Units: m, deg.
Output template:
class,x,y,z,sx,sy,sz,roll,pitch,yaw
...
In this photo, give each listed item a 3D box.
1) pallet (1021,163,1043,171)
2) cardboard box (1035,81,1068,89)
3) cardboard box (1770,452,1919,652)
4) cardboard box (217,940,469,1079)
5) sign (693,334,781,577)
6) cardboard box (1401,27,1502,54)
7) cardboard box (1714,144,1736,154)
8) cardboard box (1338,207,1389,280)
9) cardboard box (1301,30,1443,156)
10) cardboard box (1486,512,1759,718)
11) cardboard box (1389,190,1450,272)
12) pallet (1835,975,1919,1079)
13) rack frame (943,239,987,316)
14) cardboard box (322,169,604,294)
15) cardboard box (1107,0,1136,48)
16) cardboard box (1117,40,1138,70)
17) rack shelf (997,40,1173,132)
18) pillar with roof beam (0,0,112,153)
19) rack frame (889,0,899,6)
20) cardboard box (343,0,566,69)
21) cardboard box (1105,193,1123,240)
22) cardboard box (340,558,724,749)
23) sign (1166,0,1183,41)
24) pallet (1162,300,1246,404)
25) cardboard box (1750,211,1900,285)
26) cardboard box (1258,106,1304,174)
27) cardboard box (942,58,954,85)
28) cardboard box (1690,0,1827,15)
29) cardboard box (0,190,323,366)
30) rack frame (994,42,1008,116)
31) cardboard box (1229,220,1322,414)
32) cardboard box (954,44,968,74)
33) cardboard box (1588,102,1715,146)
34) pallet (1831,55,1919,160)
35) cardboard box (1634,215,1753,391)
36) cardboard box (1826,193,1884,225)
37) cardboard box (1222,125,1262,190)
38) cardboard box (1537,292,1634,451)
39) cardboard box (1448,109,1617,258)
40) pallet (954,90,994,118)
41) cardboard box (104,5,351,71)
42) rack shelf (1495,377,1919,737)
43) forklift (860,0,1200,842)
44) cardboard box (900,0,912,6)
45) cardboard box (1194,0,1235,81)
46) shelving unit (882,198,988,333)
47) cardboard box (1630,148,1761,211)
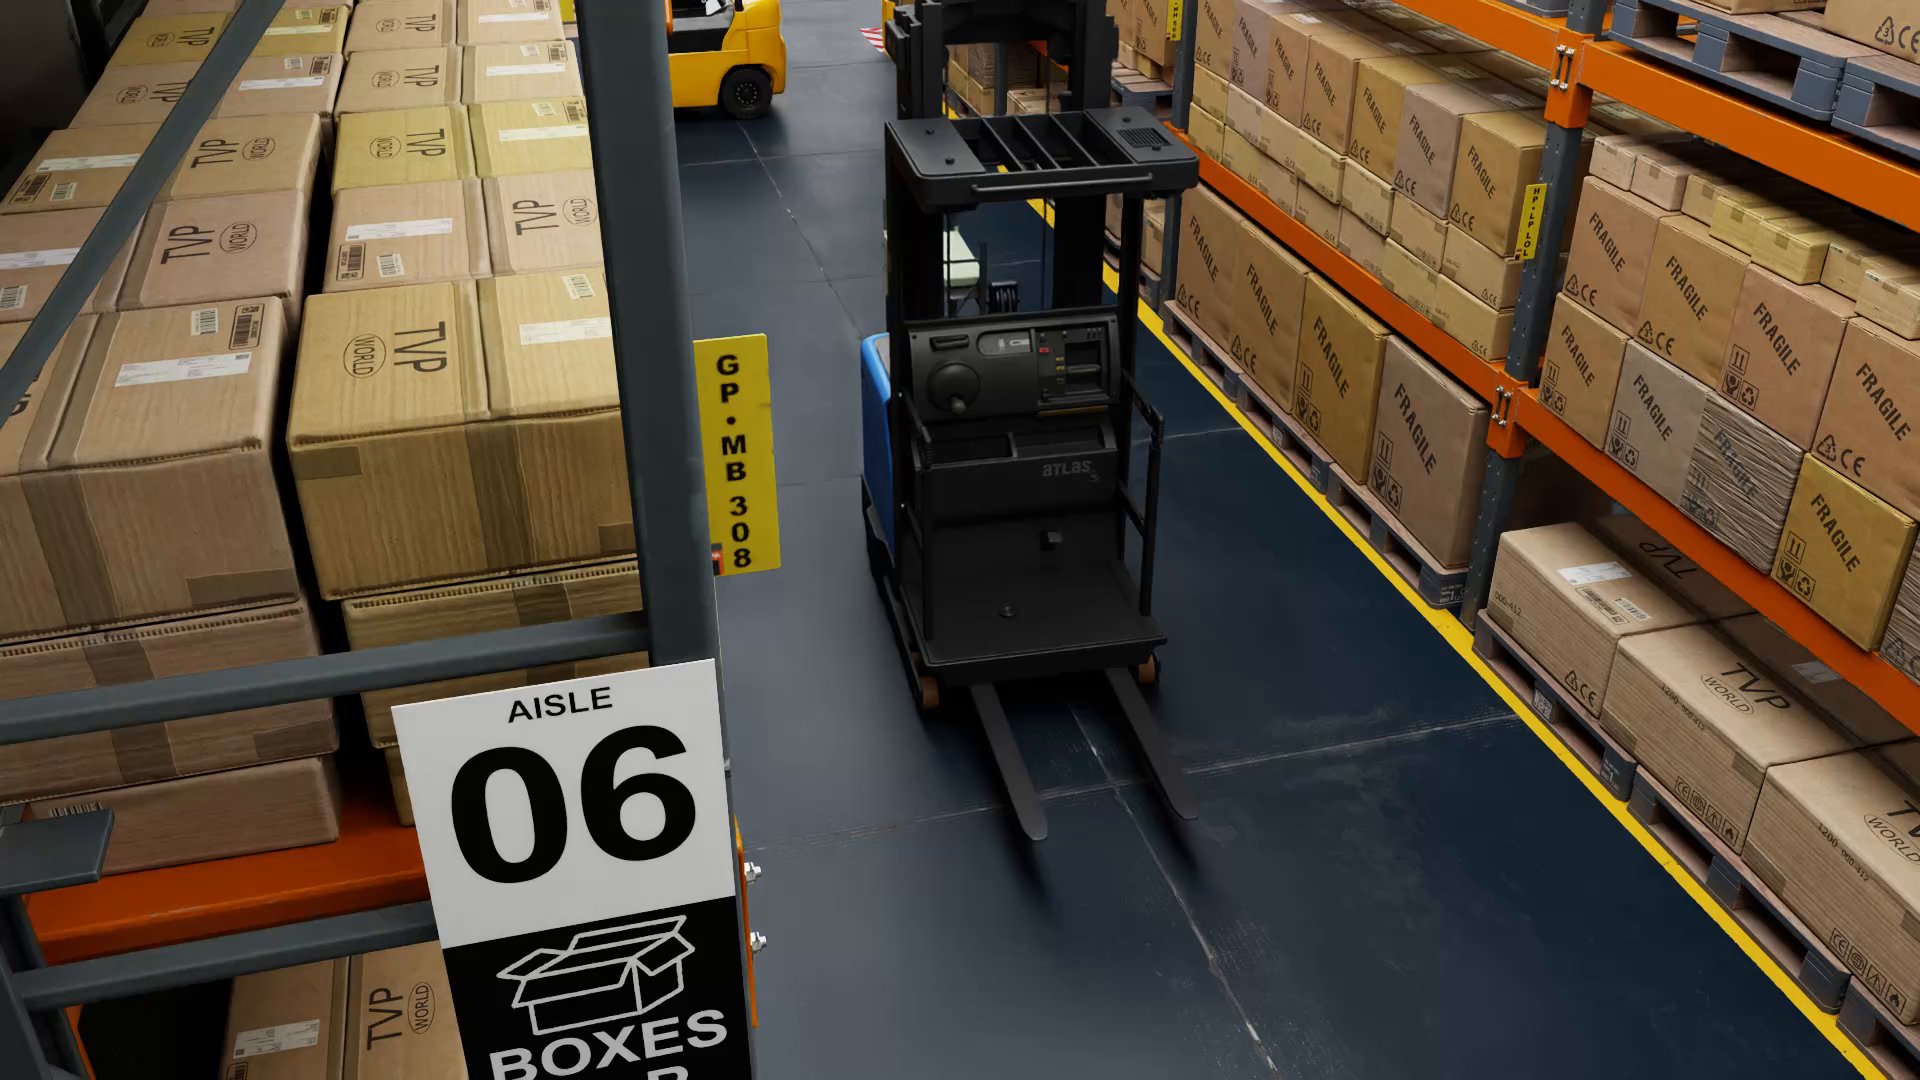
class,x,y,z,sx,sy,sz,roll,pitch,yaw
pallet,1.004,-3.225,14.112,1.003,0.211,1.213,-8,31,-13
cardboard box,0.900,-4.121,15.200,0.500,0.250,0.500,-9,31,-16
cardboard box,3.184,0.008,5.643,0.500,0.500,0.500,-7,31,-12
cardboard box,-1.317,1.150,3.622,0.500,0.250,0.500,-8,31,-13
sign,-0.280,-0.099,2.060,0.100,0.325,0.005,-8,31,-13
cardboard box,2.644,-2.404,8.812,0.500,0.500,0.500,-8,31,-14
cardboard box,3.308,-1.594,6.765,0.380,0.149,0.250,-8,31,-14
cardboard box,2.308,-1.555,8.591,0.500,0.250,0.500,-9,31,-15
cardboard box,2.147,-2.347,8.713,0.500,0.500,0.500,-7,31,-12
cardboard box,2.983,0.301,7.375,0.875,0.438,0.875,-8,31,-14
cardboard box,2.428,-1.517,8.027,0.500,0.250,0.500,-7,31,-12
pallet,3.694,1.819,5.397,1.003,0.211,1.213,-8,31,-13
rack frame,-0.063,-0.843,8.709,0.400,1.500,0.023,-6,31,-10
cardboard box,-0.796,-0.425,2.849,0.500,0.250,0.500,-8,31,-14
cardboard box,1.322,-3.661,11.264,0.500,0.500,0.500,-8,31,-14
cardboard box,1.293,-3.312,11.309,0.380,0.149,0.250,-8,31,-14
rack shelf,1.327,-3.531,12.574,1.077,0.370,4.000,-8,31,-13
pillar with roof beam,1.601,-2.995,4.942,9.100,9.000,0.400,-8,31,-13
rack frame,-0.265,-6.740,17.400,1.000,3.000,0.127,-8,31,-13
cardboard box,-1.229,-1.159,4.118,0.500,0.250,0.500,-7,31,-12
cardboard box,1.514,-2.550,12.365,0.950,0.372,0.625,-8,31,-14
cardboard box,-0.658,0.037,2.550,0.500,0.250,0.500,-8,31,-14
sign,1.337,-3.266,10.322,0.100,0.325,0.005,-8,31,-13
pallet,1.995,-1.278,10.748,1.003,0.211,1.213,-8,31,-13
cardboard box,2.995,-1.014,5.762,0.380,0.149,0.250,-9,31,-15
cardboard box,2.011,-2.258,9.307,0.500,0.250,0.500,-8,31,-13
cardboard box,0.099,-4.552,15.945,0.500,0.250,0.500,-7,31,-13
cardboard box,2.873,-2.199,5.941,0.500,0.500,0.500,-7,31,-12
cardboard box,-1.328,-0.358,2.733,0.500,0.250,0.500,-9,31,-15
rack frame,0.796,-4.808,14.062,1.000,3.000,0.127,-8,31,-13
cardboard box,2.194,-1.362,9.811,0.875,0.875,0.875,-7,31,-13
cardboard box,0.244,-4.620,15.314,0.500,0.500,0.500,-7,31,-12
cardboard box,3.080,-1.671,7.545,0.500,0.500,0.500,-7,31,-13
pallet,3.447,-1.219,4.956,1.003,0.211,1.213,-8,31,-13
cardboard box,2.941,-0.913,6.235,0.500,0.500,0.500,-8,31,-14
cardboard box,3.415,-1.211,6.103,0.380,0.149,0.250,-8,31,-14
cardboard box,1.899,-2.296,9.872,0.500,0.250,0.500,-9,31,-15
cardboard box,2.792,-0.726,6.910,0.500,0.500,0.500,-7,31,-12
cardboard box,2.559,-1.603,7.426,0.500,0.500,0.500,-7,31,-12
pallet,0.584,-3.921,15.313,1.003,0.211,1.213,-8,31,-13
cardboard box,-1.720,-1.090,3.999,0.500,0.250,0.500,-8,31,-14
rack shelf,3.451,0.333,5.898,1.077,0.370,4.000,-8,31,-13
forklift,0.288,-0.708,7.047,1.130,2.935,3.031,-6,31,-10
cardboard box,-0.311,-5.618,17.039,0.500,0.500,0.500,-9,31,-15
cardboard box,1.753,-3.081,9.981,0.500,0.500,0.500,-9,31,-15
shelving unit,-0.139,-1.022,9.019,0.431,1.500,0.755,-6,31,-10
cardboard box,2.837,-1.392,6.416,0.380,0.149,0.250,-7,31,-13
